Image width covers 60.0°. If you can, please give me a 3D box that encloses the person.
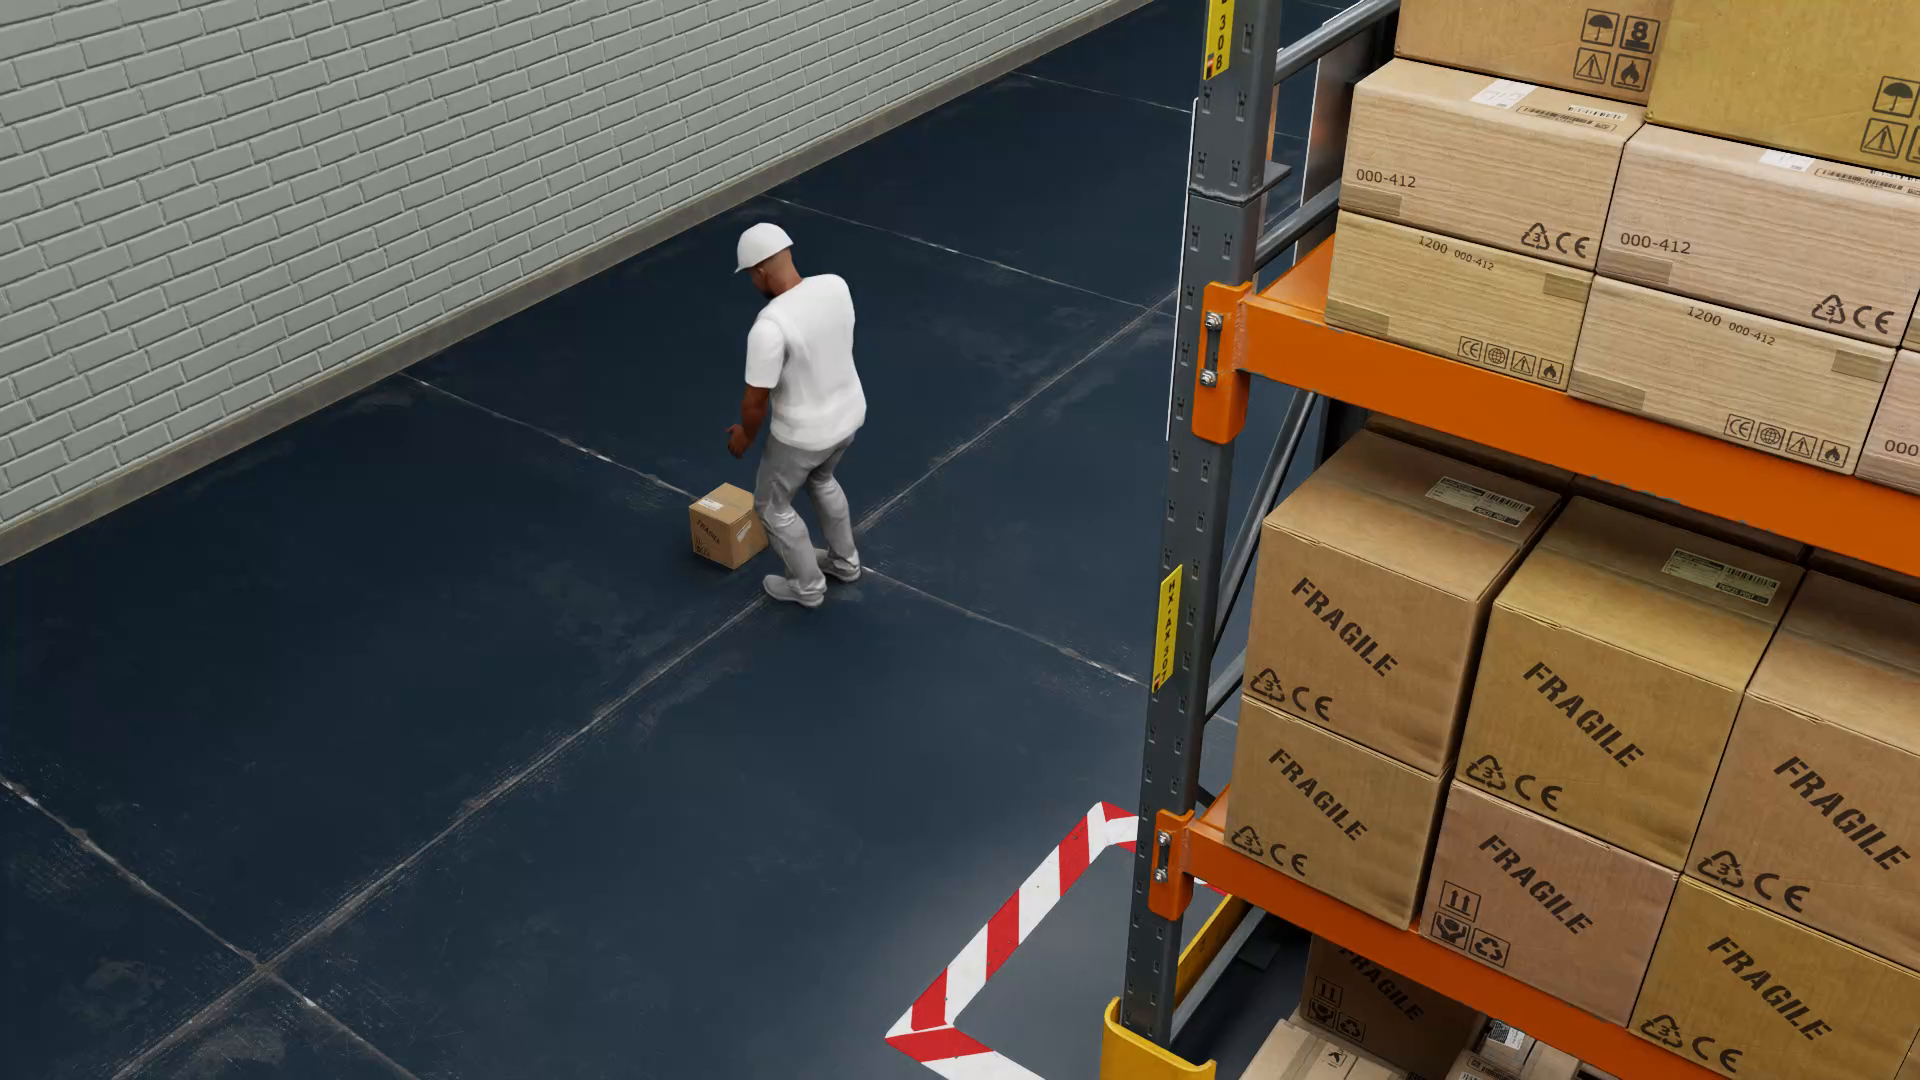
[{"bbox_3d":[-0.675,-0.496,6.913,0.491,1.696,0.599,23,40,29],"label":"person"}]
